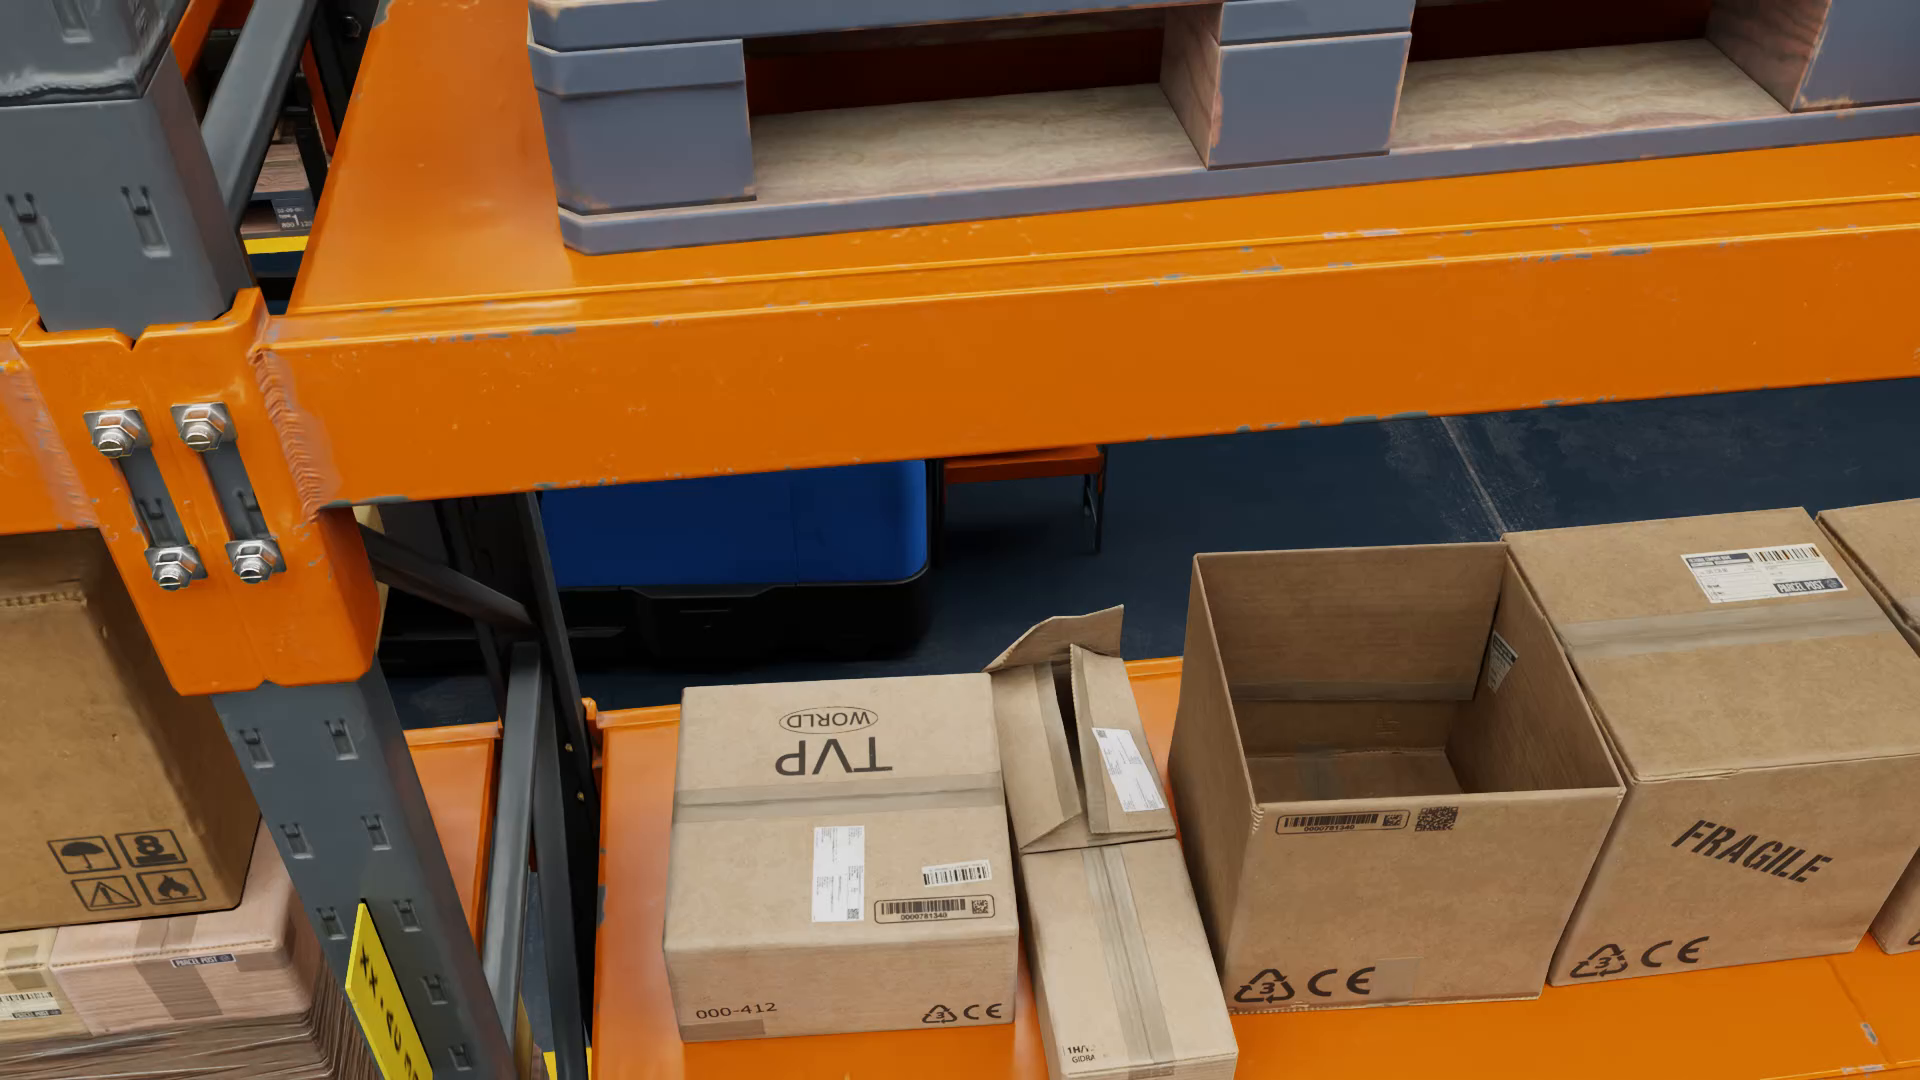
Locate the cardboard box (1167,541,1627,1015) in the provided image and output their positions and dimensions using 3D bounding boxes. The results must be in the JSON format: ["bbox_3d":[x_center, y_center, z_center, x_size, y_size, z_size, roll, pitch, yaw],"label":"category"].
[{"bbox_3d":[0.621,0.359,2.538,0.500,0.500,0.500,-2,42,-2],"label":"cardboard box"}]

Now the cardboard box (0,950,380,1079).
[{"bbox_3d":[-1.104,0.503,2.378,0.500,0.500,0.700,-6,42,-7],"label":"cardboard box"}]

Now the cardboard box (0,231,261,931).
[{"bbox_3d":[-1.104,0.021,1.943,0.500,0.500,0.700,-5,42,-5],"label":"cardboard box"}]

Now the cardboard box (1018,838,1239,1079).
[{"bbox_3d":[0.240,0.650,2.478,0.250,0.149,0.380,-5,42,-6],"label":"cardboard box"}]

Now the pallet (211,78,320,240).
[{"bbox_3d":[-3.185,-1.567,6.829,1.213,0.211,1.003,-5,42,-6],"label":"pallet"}]

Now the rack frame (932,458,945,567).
[{"bbox_3d":[-0.068,-0.441,4.843,0.015,1.200,0.240,-4,42,-5],"label":"rack frame"}]

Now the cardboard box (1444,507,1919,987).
[{"bbox_3d":[1.118,0.315,2.586,0.500,0.500,0.500,-5,42,-5],"label":"cardboard box"}]

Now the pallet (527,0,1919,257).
[{"bbox_3d":[0.208,-0.630,1.613,1.217,0.209,0.805,-7,42,-7],"label":"pallet"}]

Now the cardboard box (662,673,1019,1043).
[{"bbox_3d":[-0.183,0.481,2.589,0.500,0.250,0.500,-3,42,-3],"label":"cardboard box"}]

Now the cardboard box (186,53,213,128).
[{"bbox_3d":[-3.280,-1.760,6.500,0.500,0.500,0.700,-7,43,-8],"label":"cardboard box"}]

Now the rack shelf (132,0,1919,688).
[{"bbox_3d":[1.318,-0.523,1.888,4.000,0.370,1.077,-5,42,-6],"label":"rack shelf"}]

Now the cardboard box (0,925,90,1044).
[{"bbox_3d":[-1.152,0.406,2.002,0.250,0.149,0.380,-6,42,-6],"label":"cardboard box"}]

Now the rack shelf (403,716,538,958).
[{"bbox_3d":[-2.648,0.938,2.507,4.000,0.370,1.077,-5,42,-6],"label":"rack shelf"}]

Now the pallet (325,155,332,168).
[{"bbox_3d":[-1.972,-1.675,6.949,1.213,0.211,1.003,-5,42,-6],"label":"pallet"}]

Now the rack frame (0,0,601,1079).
[{"bbox_3d":[-0.665,0.498,2.459,0.127,3.000,1.000,-5,42,-6],"label":"rack frame"}]

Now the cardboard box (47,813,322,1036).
[{"bbox_3d":[-0.907,0.385,2.024,0.250,0.149,0.380,-5,42,-6],"label":"cardboard box"}]

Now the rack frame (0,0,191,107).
[{"bbox_3d":[-0.665,-1.730,0.450,0.127,3.000,1.000,-5,42,-6],"label":"rack frame"}]

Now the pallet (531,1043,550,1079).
[{"bbox_3d":[-1.459,1.574,3.347,1.213,0.211,1.003,-5,42,-6],"label":"pallet"}]

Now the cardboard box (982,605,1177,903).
[{"bbox_3d":[0.183,0.349,2.724,0.258,0.266,0.396,-6,42,-7],"label":"cardboard box"}]

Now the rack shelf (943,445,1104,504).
[{"bbox_3d":[0.175,-0.262,5.041,0.480,0.148,0.258,-4,42,-5],"label":"rack shelf"}]

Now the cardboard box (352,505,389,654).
[{"bbox_3d":[-0.957,0.114,2.325,0.250,0.149,0.380,-5,42,-6],"label":"cardboard box"}]

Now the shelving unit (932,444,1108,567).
[{"bbox_3d":[0.175,-0.459,4.863,0.503,1.200,0.258,-4,42,-5],"label":"shelving unit"}]

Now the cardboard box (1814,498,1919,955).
[{"bbox_3d":[1.640,0.270,2.637,0.500,0.500,0.500,-7,43,-8],"label":"cardboard box"}]

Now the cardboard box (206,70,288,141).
[{"bbox_3d":[-2.900,-1.771,6.774,0.250,0.149,0.380,-8,43,-9],"label":"cardboard box"}]

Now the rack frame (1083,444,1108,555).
[{"bbox_3d":[0.417,-0.478,4.884,0.015,1.200,0.240,-4,42,-5],"label":"rack frame"}]

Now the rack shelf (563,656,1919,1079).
[{"bbox_3d":[1.318,0.591,2.892,4.000,0.370,1.077,-5,42,-6],"label":"rack shelf"}]

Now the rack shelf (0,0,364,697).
[{"bbox_3d":[-2.648,-0.175,1.503,4.000,0.370,1.077,-5,42,-6],"label":"rack shelf"}]

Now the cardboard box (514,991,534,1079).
[{"bbox_3d":[-1.164,1.202,3.418,0.500,0.250,0.500,-5,42,-6],"label":"cardboard box"}]

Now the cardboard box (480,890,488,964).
[{"bbox_3d":[-1.165,0.916,3.174,0.500,0.500,0.500,-5,42,-6],"label":"cardboard box"}]

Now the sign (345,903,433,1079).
[{"bbox_3d":[-0.592,0.515,1.734,0.005,0.325,0.100,-5,42,-6],"label":"sign"}]

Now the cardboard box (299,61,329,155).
[{"bbox_3d":[-2.335,-1.910,6.666,0.500,0.500,0.500,-8,43,-9],"label":"cardboard box"}]

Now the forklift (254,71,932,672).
[{"bbox_3d":[-1.608,-1.062,4.239,3.031,2.935,1.130,-1,42,-1],"label":"forklift"}]
